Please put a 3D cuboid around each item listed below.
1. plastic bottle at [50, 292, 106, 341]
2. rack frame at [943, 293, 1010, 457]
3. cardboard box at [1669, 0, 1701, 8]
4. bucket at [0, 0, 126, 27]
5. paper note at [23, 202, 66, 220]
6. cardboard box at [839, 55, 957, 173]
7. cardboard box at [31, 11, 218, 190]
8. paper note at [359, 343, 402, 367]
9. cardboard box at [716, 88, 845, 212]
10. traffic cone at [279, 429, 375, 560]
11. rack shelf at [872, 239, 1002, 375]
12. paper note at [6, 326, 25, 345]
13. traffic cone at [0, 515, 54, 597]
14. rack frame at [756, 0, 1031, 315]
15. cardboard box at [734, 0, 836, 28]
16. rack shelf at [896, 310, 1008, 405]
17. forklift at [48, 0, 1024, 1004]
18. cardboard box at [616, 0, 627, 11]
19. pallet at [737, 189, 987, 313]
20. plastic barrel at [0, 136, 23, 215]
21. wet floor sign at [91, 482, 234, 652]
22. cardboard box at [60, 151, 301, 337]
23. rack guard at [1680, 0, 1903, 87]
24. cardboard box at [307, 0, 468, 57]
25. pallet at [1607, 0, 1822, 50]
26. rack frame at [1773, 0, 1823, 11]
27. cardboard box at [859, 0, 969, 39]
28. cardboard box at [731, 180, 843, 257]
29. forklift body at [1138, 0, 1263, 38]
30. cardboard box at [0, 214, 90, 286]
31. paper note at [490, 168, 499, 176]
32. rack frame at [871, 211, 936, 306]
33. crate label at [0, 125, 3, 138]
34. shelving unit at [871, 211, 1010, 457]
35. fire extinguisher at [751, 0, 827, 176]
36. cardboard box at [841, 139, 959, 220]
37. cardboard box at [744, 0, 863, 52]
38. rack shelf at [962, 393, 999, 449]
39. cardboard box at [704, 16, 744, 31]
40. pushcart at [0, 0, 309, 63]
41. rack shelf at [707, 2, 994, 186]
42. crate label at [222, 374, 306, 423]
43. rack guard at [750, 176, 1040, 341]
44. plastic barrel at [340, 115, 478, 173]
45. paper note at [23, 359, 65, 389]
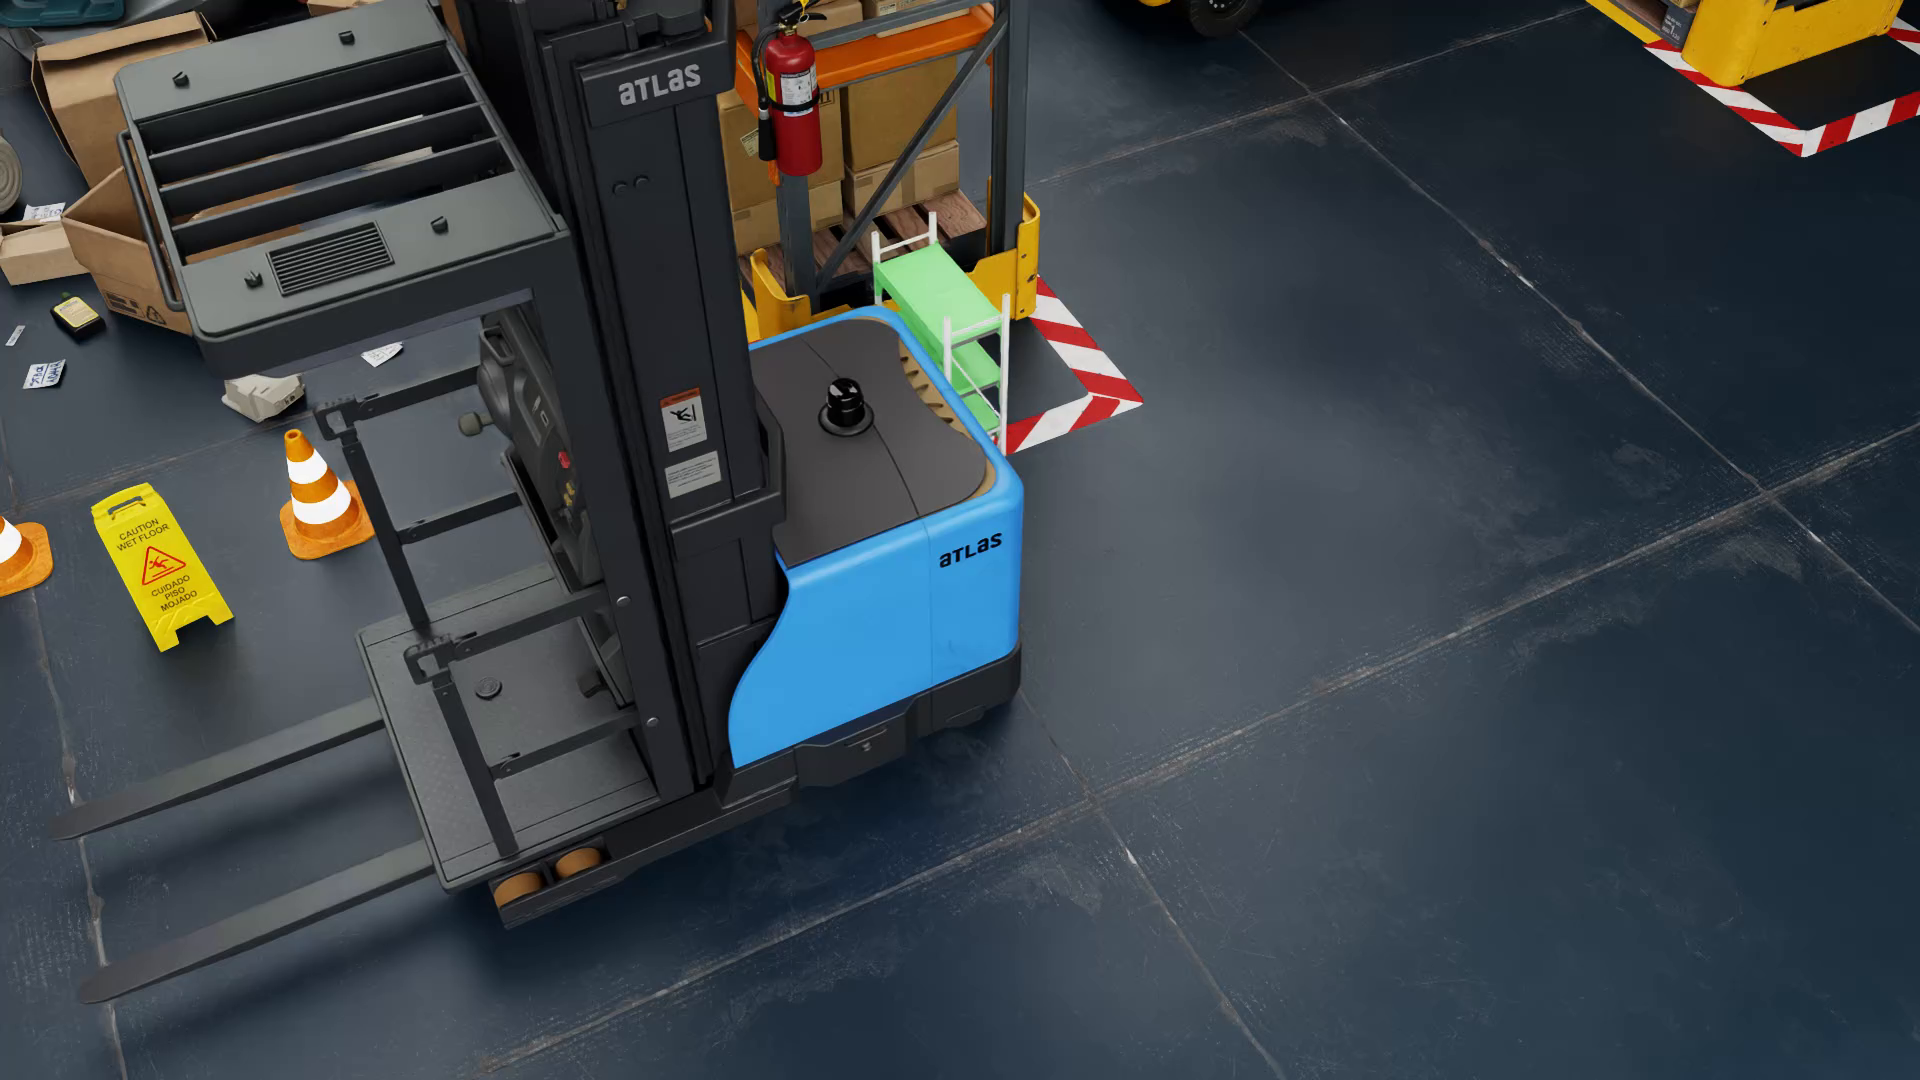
[{"bbox_3d":[-3.755,-0.956,7.045,0.283,0.061,0.133,35,57,27],"label":"plastic bottle"},{"bbox_3d":[0.054,-0.351,5.760,0.240,1.200,0.015,-23,53,-19],"label":"rack frame"},{"bbox_3d":[3.700,-2.978,8.410,0.500,0.250,0.500,-21,52,-17],"label":"cardboard box"},{"bbox_3d":[-4.289,-2.857,7.921,0.726,0.611,0.620,-5,39,-5],"label":"bucket"},{"bbox_3d":[-4.153,-1.473,7.523,0.172,0.023,0.155,-5,49,-5],"label":"paper note"},{"bbox_3d":[-0.351,-1.958,7.019,0.500,0.500,0.500,-23,53,-19],"label":"cardboard box"},{"bbox_3d":[-3.706,-1.977,7.554,0.797,0.637,0.503,-21,52,-18],"label":"cardboard box"},{"bbox_3d":[-2.419,-0.797,6.927,0.142,0.019,0.148,35,57,27],"label":"paper note"},{"bbox_3d":[-0.815,-1.753,6.840,0.500,0.500,0.500,-21,52,-17],"label":"cardboard box"},{"bbox_3d":[-2.391,-0.226,6.140,0.336,0.463,0.334,-21,52,-18],"label":"traffic cone"},{"bbox_3d":[-0.067,-0.785,5.586,0.258,0.148,0.480,-23,53,-19],"label":"rack shelf"},{"bbox_3d":[-3.973,-0.861,6.996,0.032,0.001,0.123,2,49,2],"label":"paper note"},{"bbox_3d":[-3.552,-0.064,5.998,0.336,0.463,0.334,-21,52,-18],"label":"traffic cone"},{"bbox_3d":[-0.216,-1.827,5.855,1.000,3.000,0.127,-21,52,-18],"label":"rack frame"},{"bbox_3d":[-0.709,-2.226,5.940,0.500,0.500,0.500,-22,52,-18],"label":"cardboard box"},{"bbox_3d":[-0.067,-0.627,5.767,0.258,0.148,0.480,-23,53,-19],"label":"rack shelf"},{"bbox_3d":[-1.342,-0.228,4.502,3.031,2.935,1.130,-21,52,-18],"label":"forklift"},{"bbox_3d":[-1.281,-2.442,7.442,0.500,0.500,0.500,-22,52,-18],"label":"cardboard box"},{"bbox_3d":[-0.591,-1.516,7.436,1.003,0.211,1.213,-21,52,-18],"label":"pallet"},{"bbox_3d":[-4.519,-1.653,7.414,0.512,0.421,0.421,10,50,8],"label":"plastic barrel"},{"bbox_3d":[-2.797,0.058,5.771,0.267,0.644,0.232,-30,55,-23],"label":"wet floor sign"},{"bbox_3d":[-3.271,-1.309,7.060,0.637,0.503,0.797,18,51,15],"label":"cardboard box"},{"bbox_3d":[4.207,-2.700,8.280,1.175,0.500,0.348,-21,52,-18],"label":"rack guard"},{"bbox_3d":[-2.766,-2.496,8.100,0.500,0.500,0.500,10,50,8],"label":"cardboard box"},{"bbox_3d":[3.809,-3.119,8.837,1.003,0.211,1.213,-21,52,-18],"label":"pallet"},{"bbox_3d":[4.196,-3.539,7.353,1.000,3.000,0.127,-21,52,-18],"label":"rack frame"},{"bbox_3d":[-0.187,-2.043,6.211,0.380,0.149,0.250,-21,52,-17],"label":"cardboard box"},{"bbox_3d":[-0.836,-1.525,7.138,0.500,0.250,0.500,-21,52,-18],"label":"cardboard box"},{"bbox_3d":[1.706,-3.901,8.233,2.313,2.155,1.214,-21,52,-18],"label":"forklift body"},{"bbox_3d":[-3.977,-1.316,7.224,0.396,0.266,0.258,-13,50,-11],"label":"cardboard box"},{"bbox_3d":[-2.099,-1.738,7.749,0.148,0.019,0.142,35,57,27],"label":"paper note"},{"bbox_3d":[-0.188,-0.670,6.039,0.240,1.200,0.015,-23,53,-19],"label":"rack frame"},{"bbox_3d":[-4.671,-1.894,7.815,0.250,0.136,0.298,18,51,15],"label":"crate label"},{"bbox_3d":[-0.067,-0.511,5.899,0.258,1.200,0.503,-23,53,-19],"label":"shelving unit"},{"bbox_3d":[-0.573,-1.566,5.679,0.296,0.674,0.183,-21,52,-18],"label":"fire extinguisher"},{"bbox_3d":[-0.339,-1.695,7.288,0.500,0.250,0.500,-22,52,-18],"label":"cardboard box"},{"bbox_3d":[-0.577,-1.921,6.104,0.380,0.149,0.250,-20,52,-16],"label":"cardboard box"},{"bbox_3d":[-0.067,-0.469,5.948,0.258,0.148,0.480,-23,53,-19],"label":"rack shelf"},{"bbox_3d":[-0.792,-2.052,6.219,0.380,0.149,0.250,-22,52,-18],"label":"cardboard box"},{"bbox_3d":[-4.051,-2.822,8.468,0.936,0.377,1.648,35,57,27],"label":"pushcart"},{"bbox_3d":[-1.131,-2.929,7.297,1.077,0.370,4.000,-21,52,-18],"label":"rack shelf"},{"bbox_3d":[-2.806,-0.623,6.704,0.298,0.136,0.250,26,54,21],"label":"crate label"},{"bbox_3d":[-0.251,-1.055,6.841,1.175,0.500,0.348,-21,52,-18],"label":"rack guard"},{"bbox_3d":[-2.507,-1.840,7.578,0.512,0.421,0.421,10,50,8],"label":"plastic barrel"},{"bbox_3d":[-3.760,-0.683,6.828,0.144,0.017,0.142,-5,49,-5],"label":"paper note"}]
